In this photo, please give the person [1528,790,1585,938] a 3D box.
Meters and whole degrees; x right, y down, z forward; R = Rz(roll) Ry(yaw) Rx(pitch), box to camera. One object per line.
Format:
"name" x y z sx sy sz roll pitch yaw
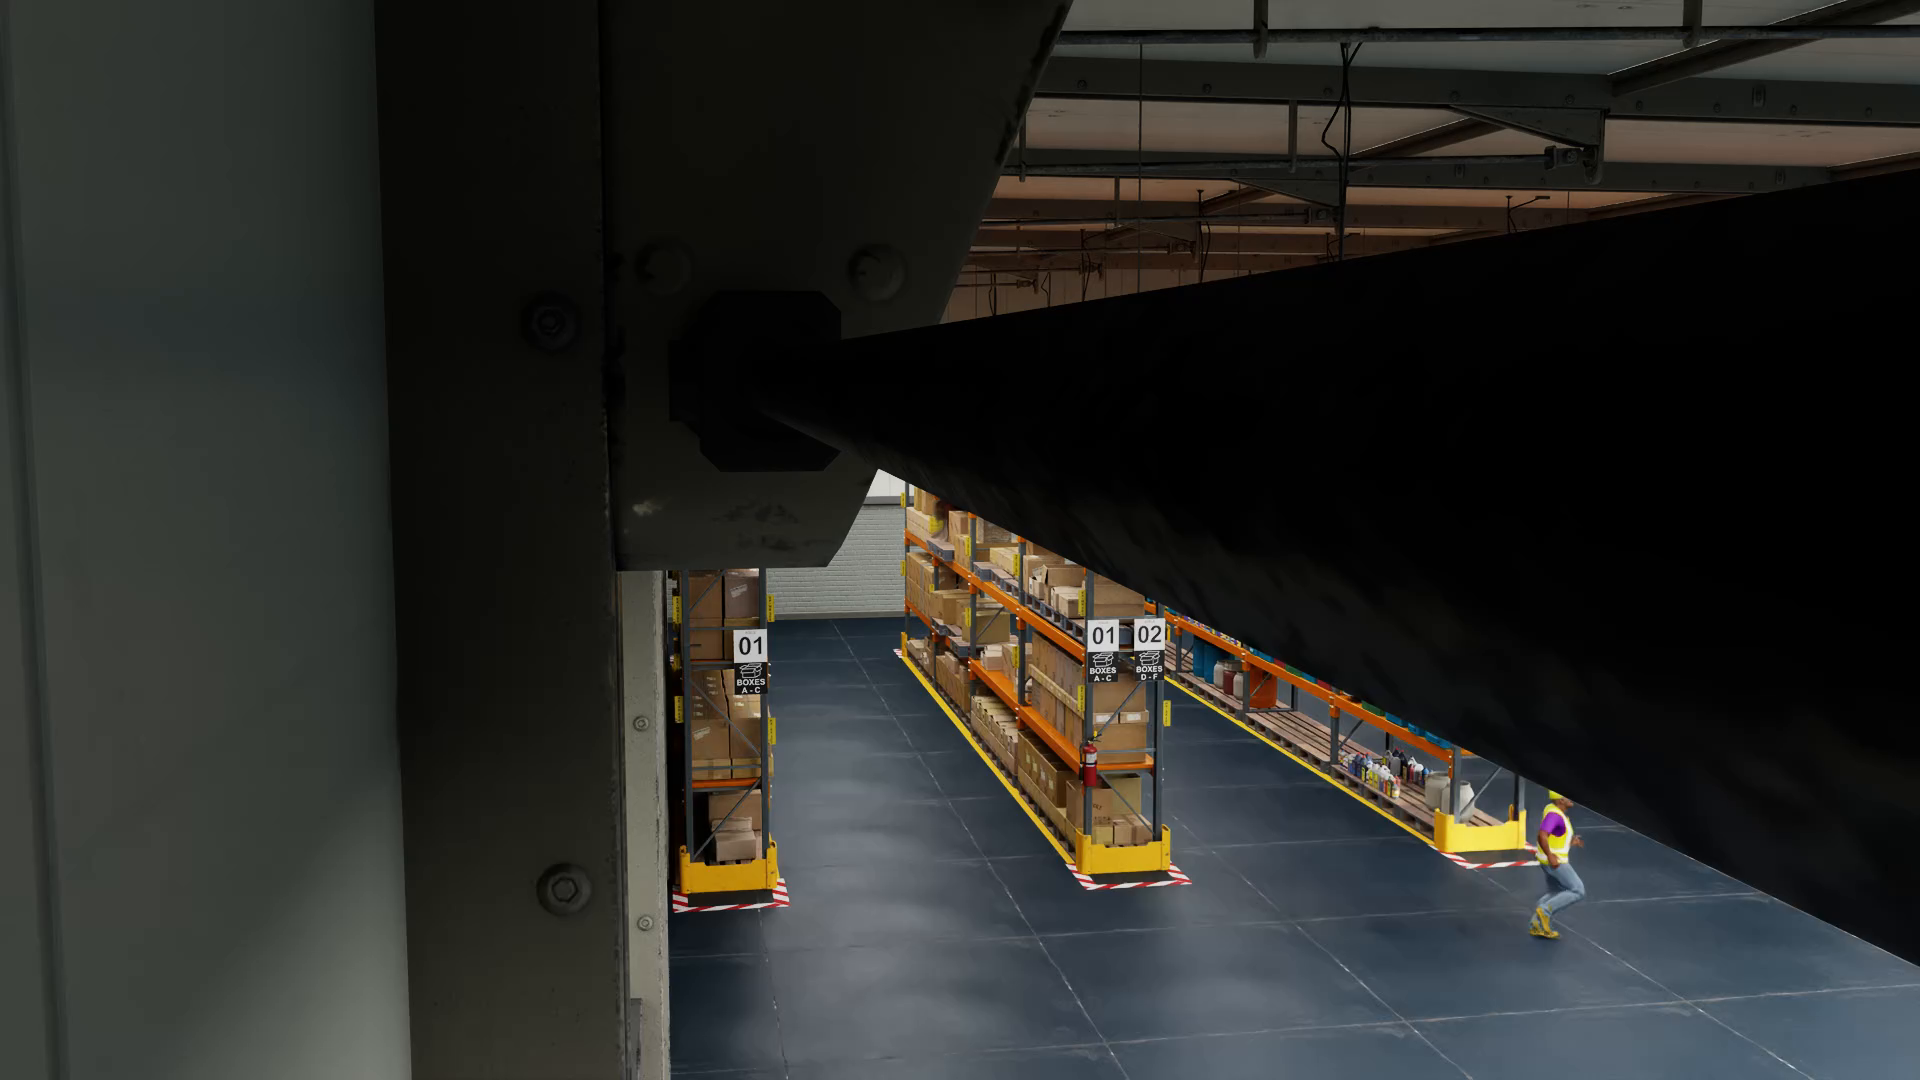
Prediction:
"person" 6.644 3.556 18.464 0.603 1.718 0.700 1 6 10
